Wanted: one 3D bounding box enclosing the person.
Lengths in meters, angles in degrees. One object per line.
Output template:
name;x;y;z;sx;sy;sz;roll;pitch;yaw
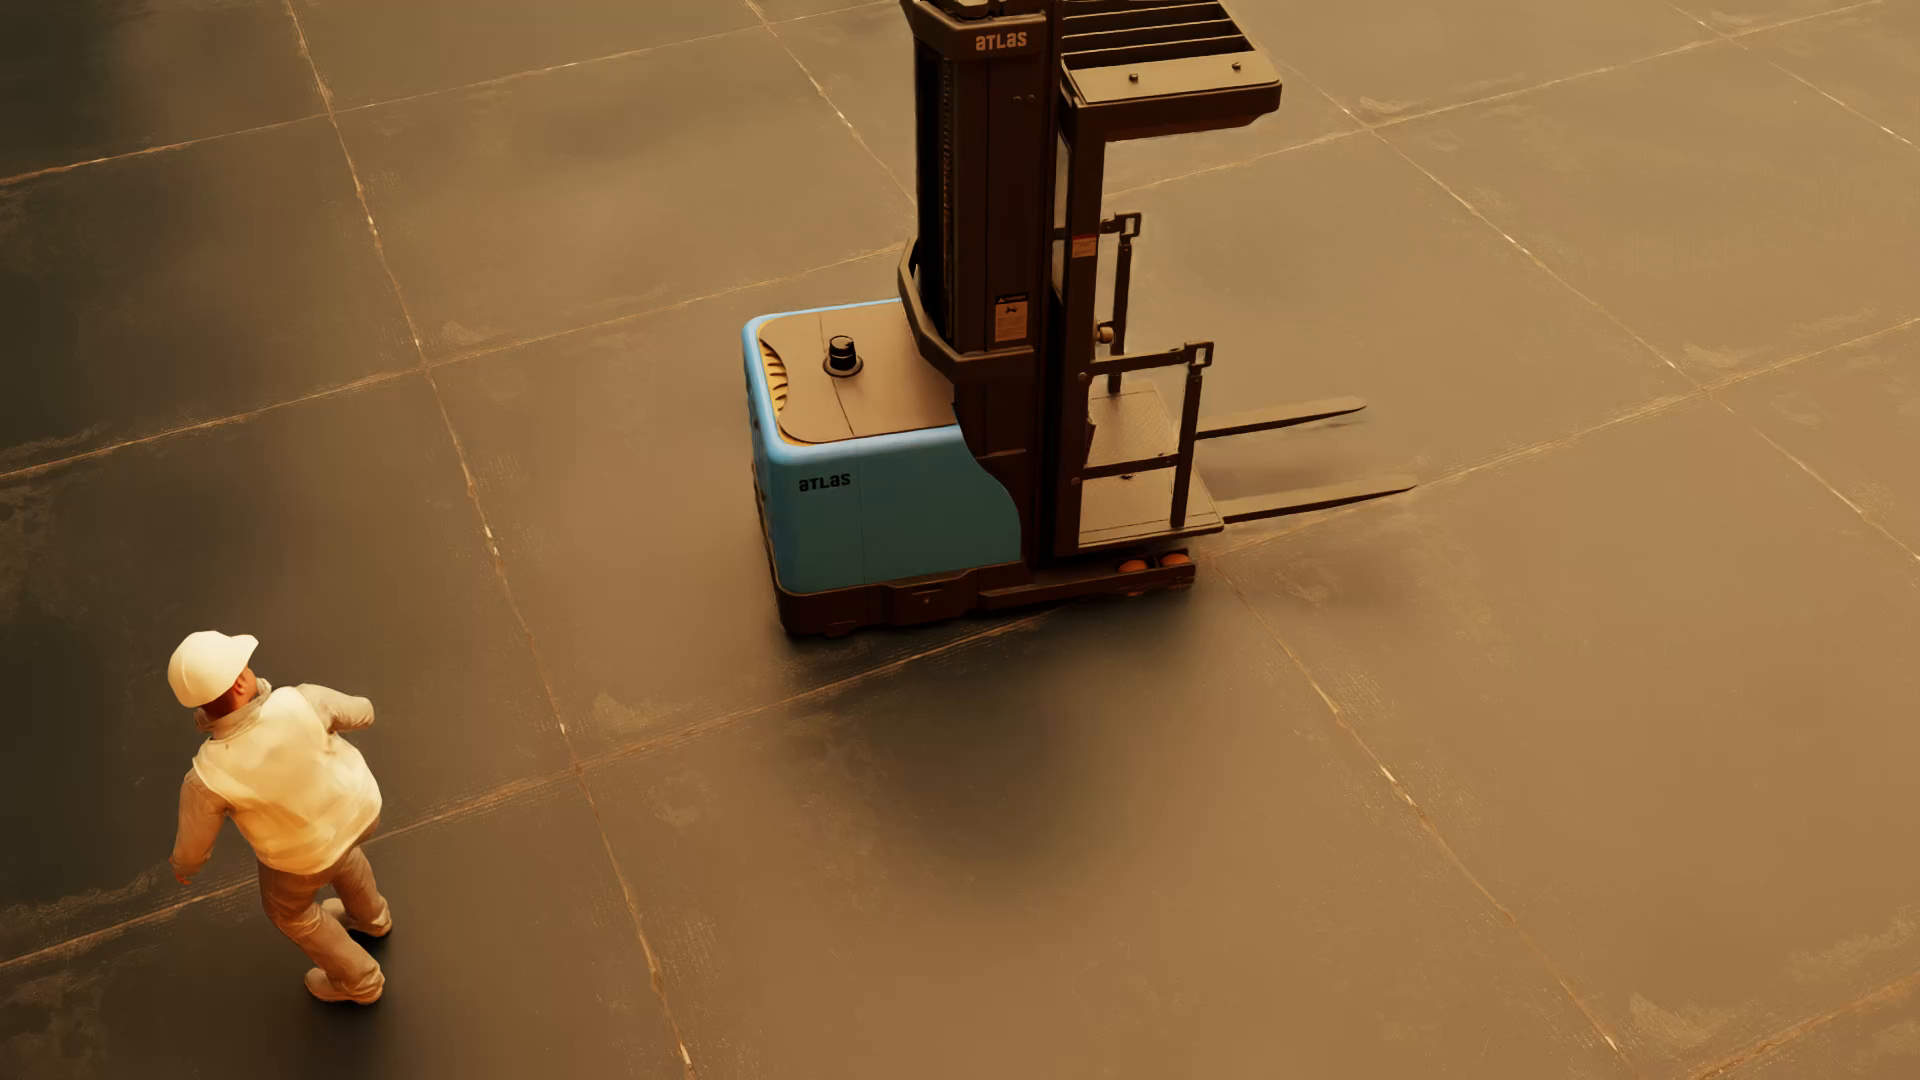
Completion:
person;-2.258;0.944;5.569;0.522;1.727;0.745;22;47;22

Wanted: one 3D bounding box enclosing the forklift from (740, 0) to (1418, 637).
forklift;0.595;-1.165;6.928;3.031;2.935;1.130;-9;44;-9
